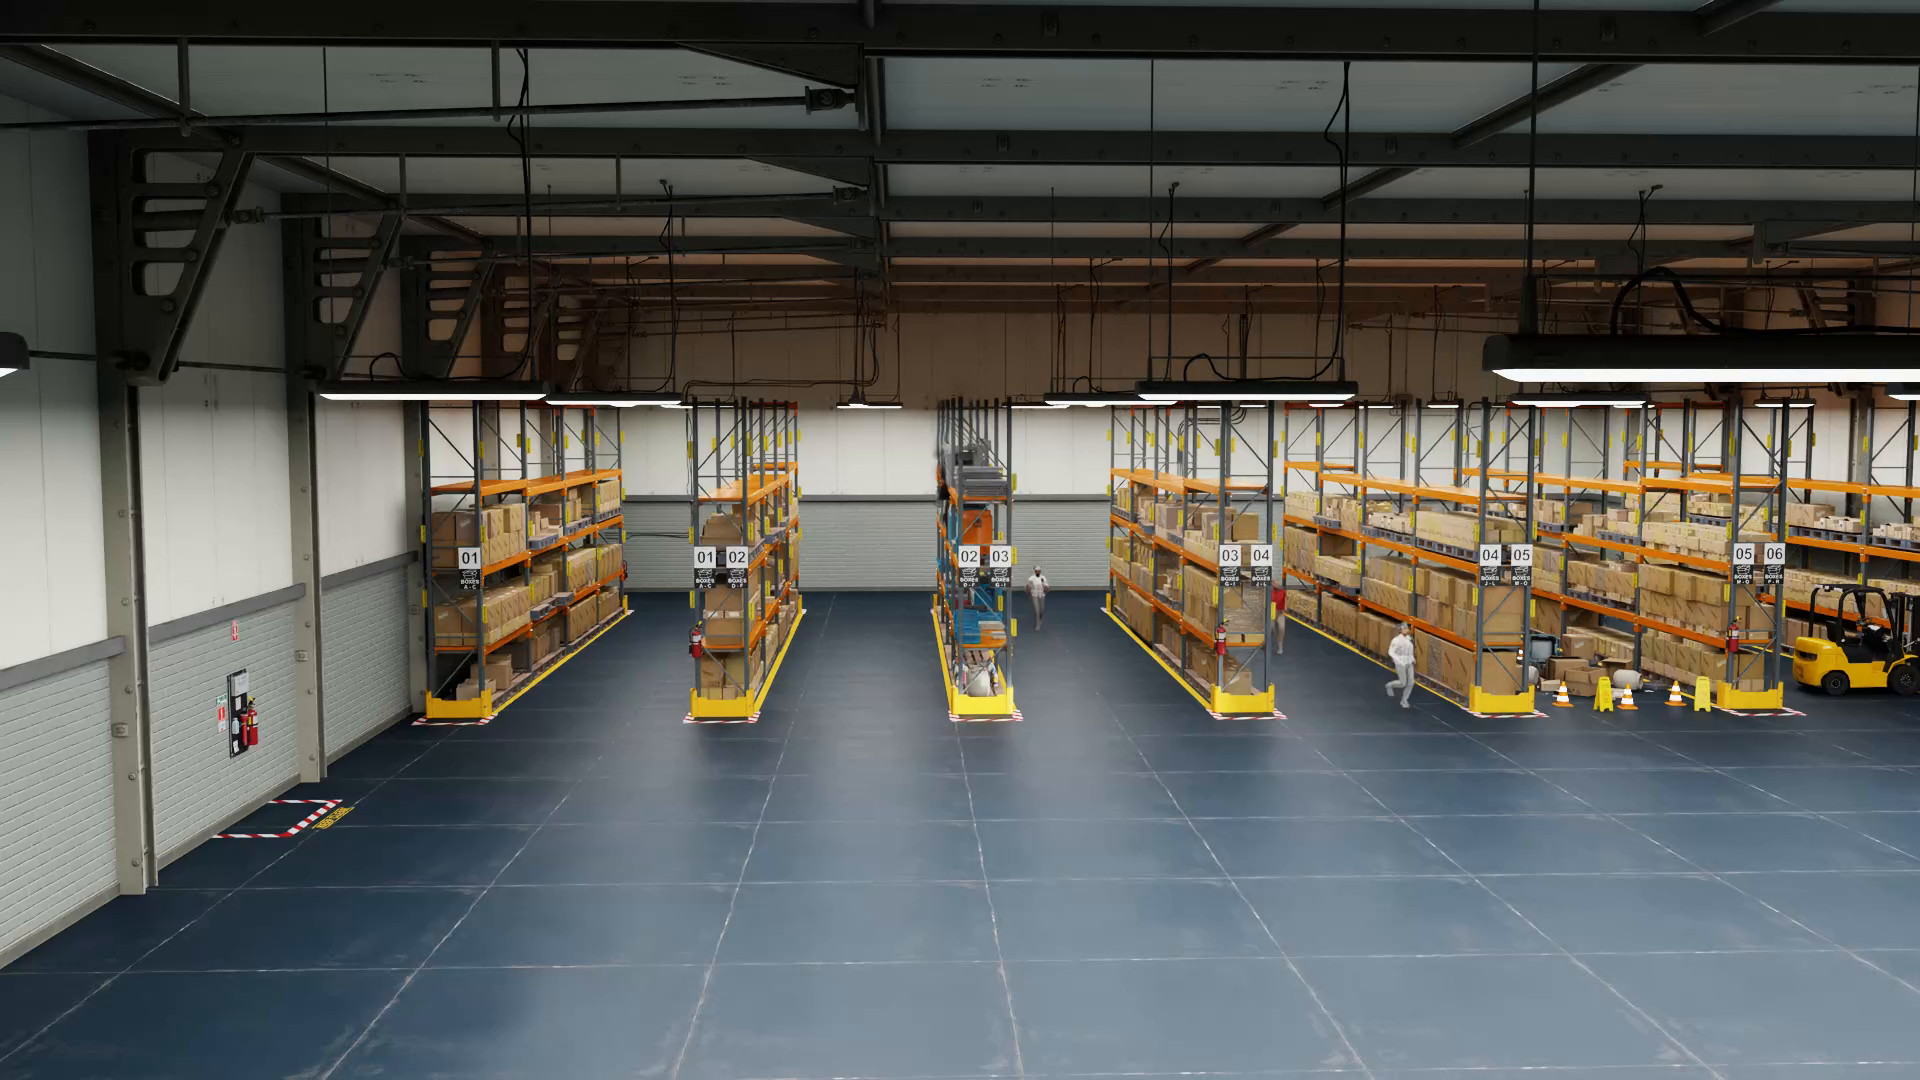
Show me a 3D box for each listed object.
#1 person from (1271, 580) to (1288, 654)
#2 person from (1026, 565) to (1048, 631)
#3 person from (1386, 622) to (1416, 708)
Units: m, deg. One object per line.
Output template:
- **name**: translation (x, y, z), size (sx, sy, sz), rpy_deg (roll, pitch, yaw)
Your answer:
- **person**: translation (7.510, 1.826, 39.665), size (0.693, 1.783, 0.938), rpy_deg (-1, 4, -10)
- **person**: translation (2.039, 1.502, 43.844), size (0.585, 1.695, 0.727), rpy_deg (-1, 4, -7)
- **person**: translation (8.604, 2.414, 32.402), size (0.627, 1.673, 0.643), rpy_deg (-2, 5, -28)
